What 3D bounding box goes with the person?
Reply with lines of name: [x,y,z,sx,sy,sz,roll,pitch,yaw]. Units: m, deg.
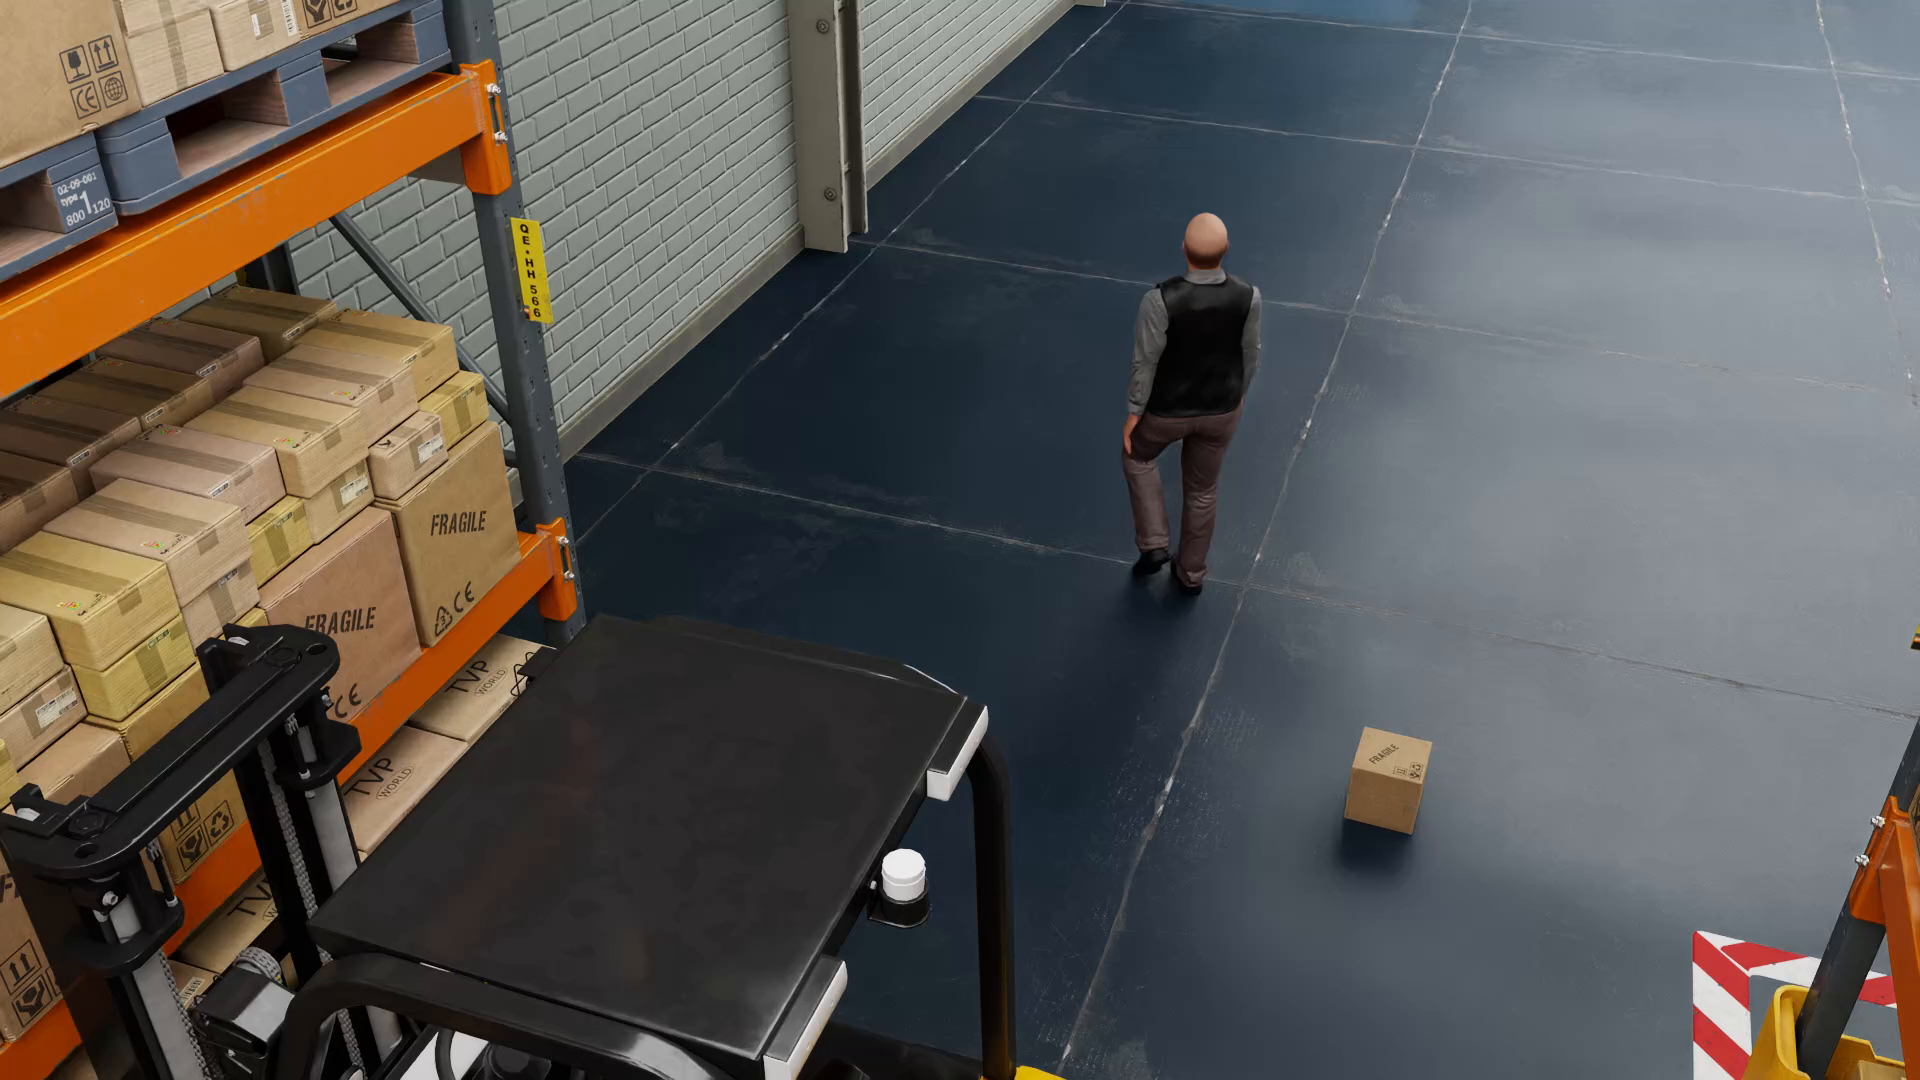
person: [0.949,-0.562,7.004,0.575,1.750,0.479,-3,33,-5]
